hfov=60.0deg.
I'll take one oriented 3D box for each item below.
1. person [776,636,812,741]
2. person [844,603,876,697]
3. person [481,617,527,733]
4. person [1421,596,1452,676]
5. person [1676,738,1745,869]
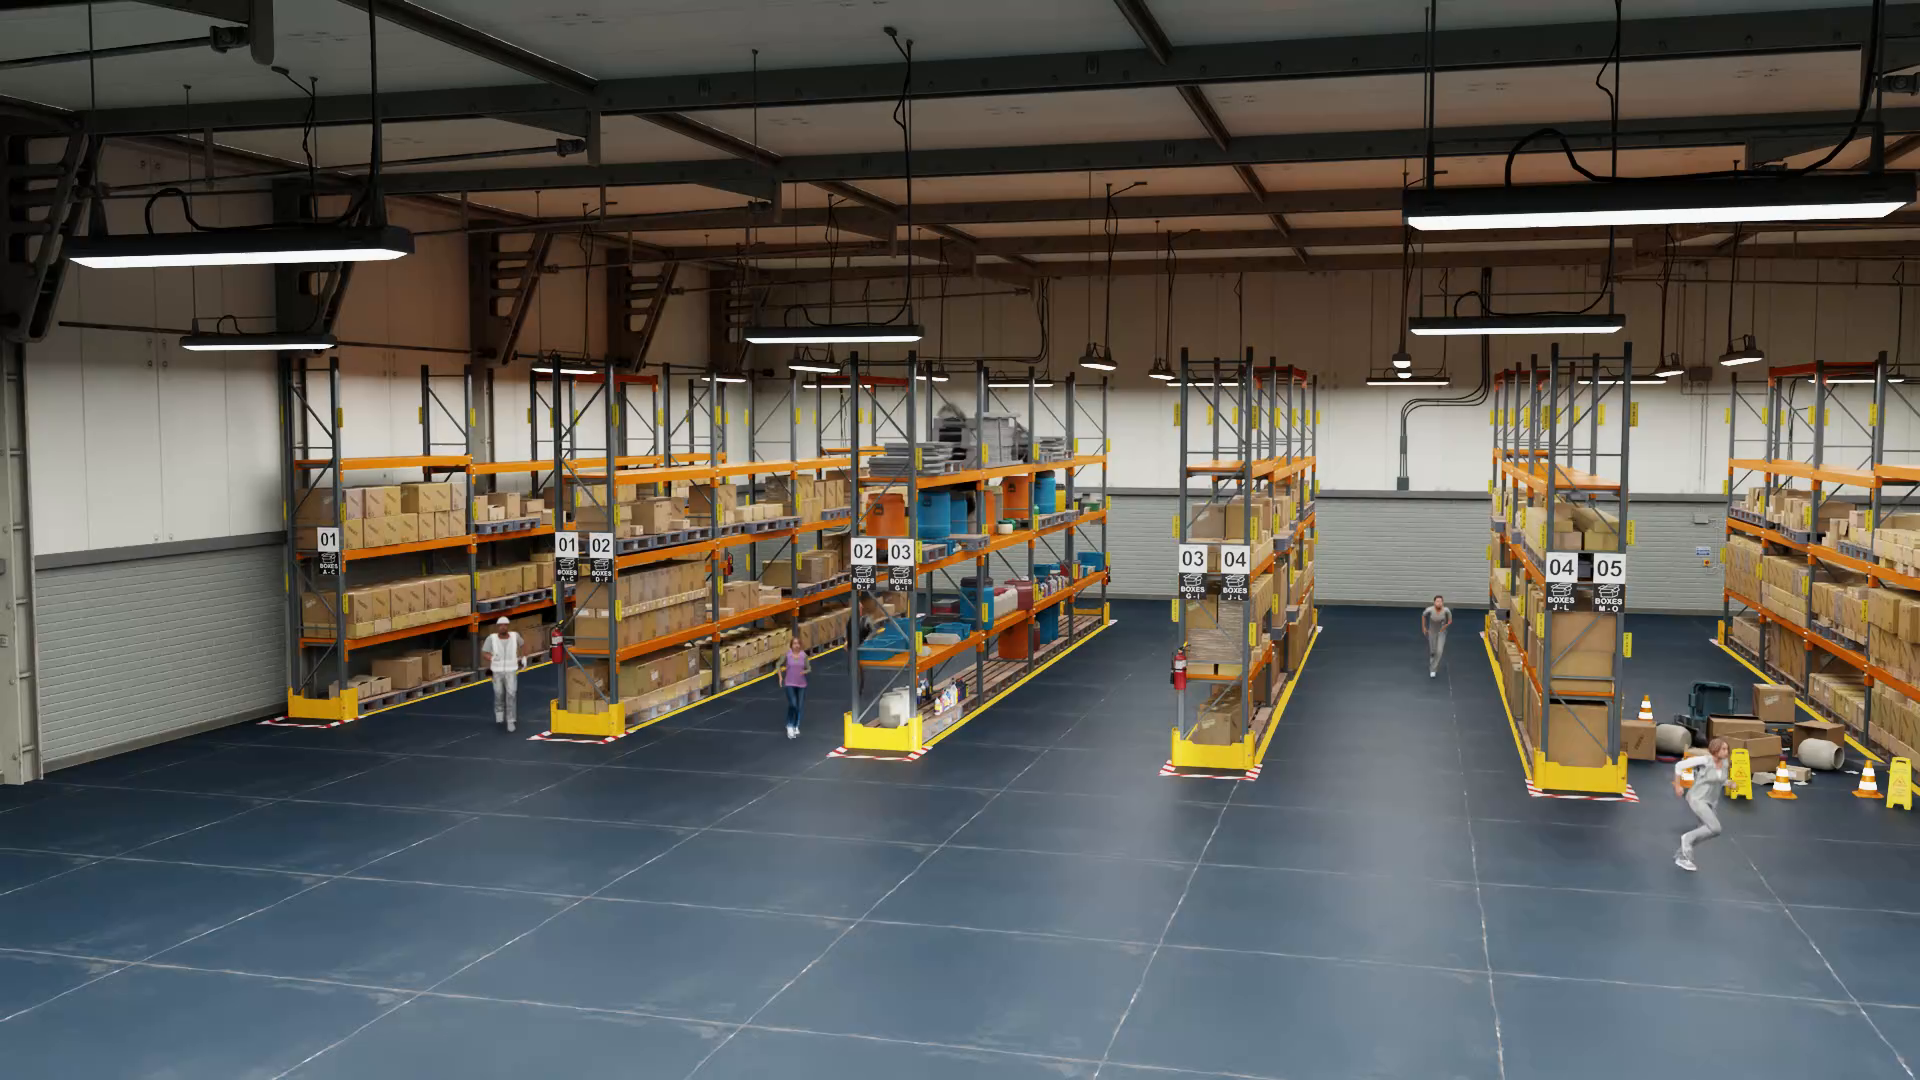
[{"bbox_3d":[-2.565,2.305,25.882,0.505,1.628,0.683,-1,4,-19],"label":"person"},{"bbox_3d":[-1.836,1.976,29.838,0.651,1.689,0.604,1,4,16],"label":"person"},{"bbox_3d":[-7.329,2.142,26.761,0.707,1.821,0.861,-1,4,-17],"label":"person"},{"bbox_3d":[9.231,1.855,32.203,0.553,1.597,0.683,1,4,8],"label":"person"},{"bbox_3d":[8.202,2.894,18.192,0.524,1.524,0.782,-2,5,-29],"label":"person"}]
